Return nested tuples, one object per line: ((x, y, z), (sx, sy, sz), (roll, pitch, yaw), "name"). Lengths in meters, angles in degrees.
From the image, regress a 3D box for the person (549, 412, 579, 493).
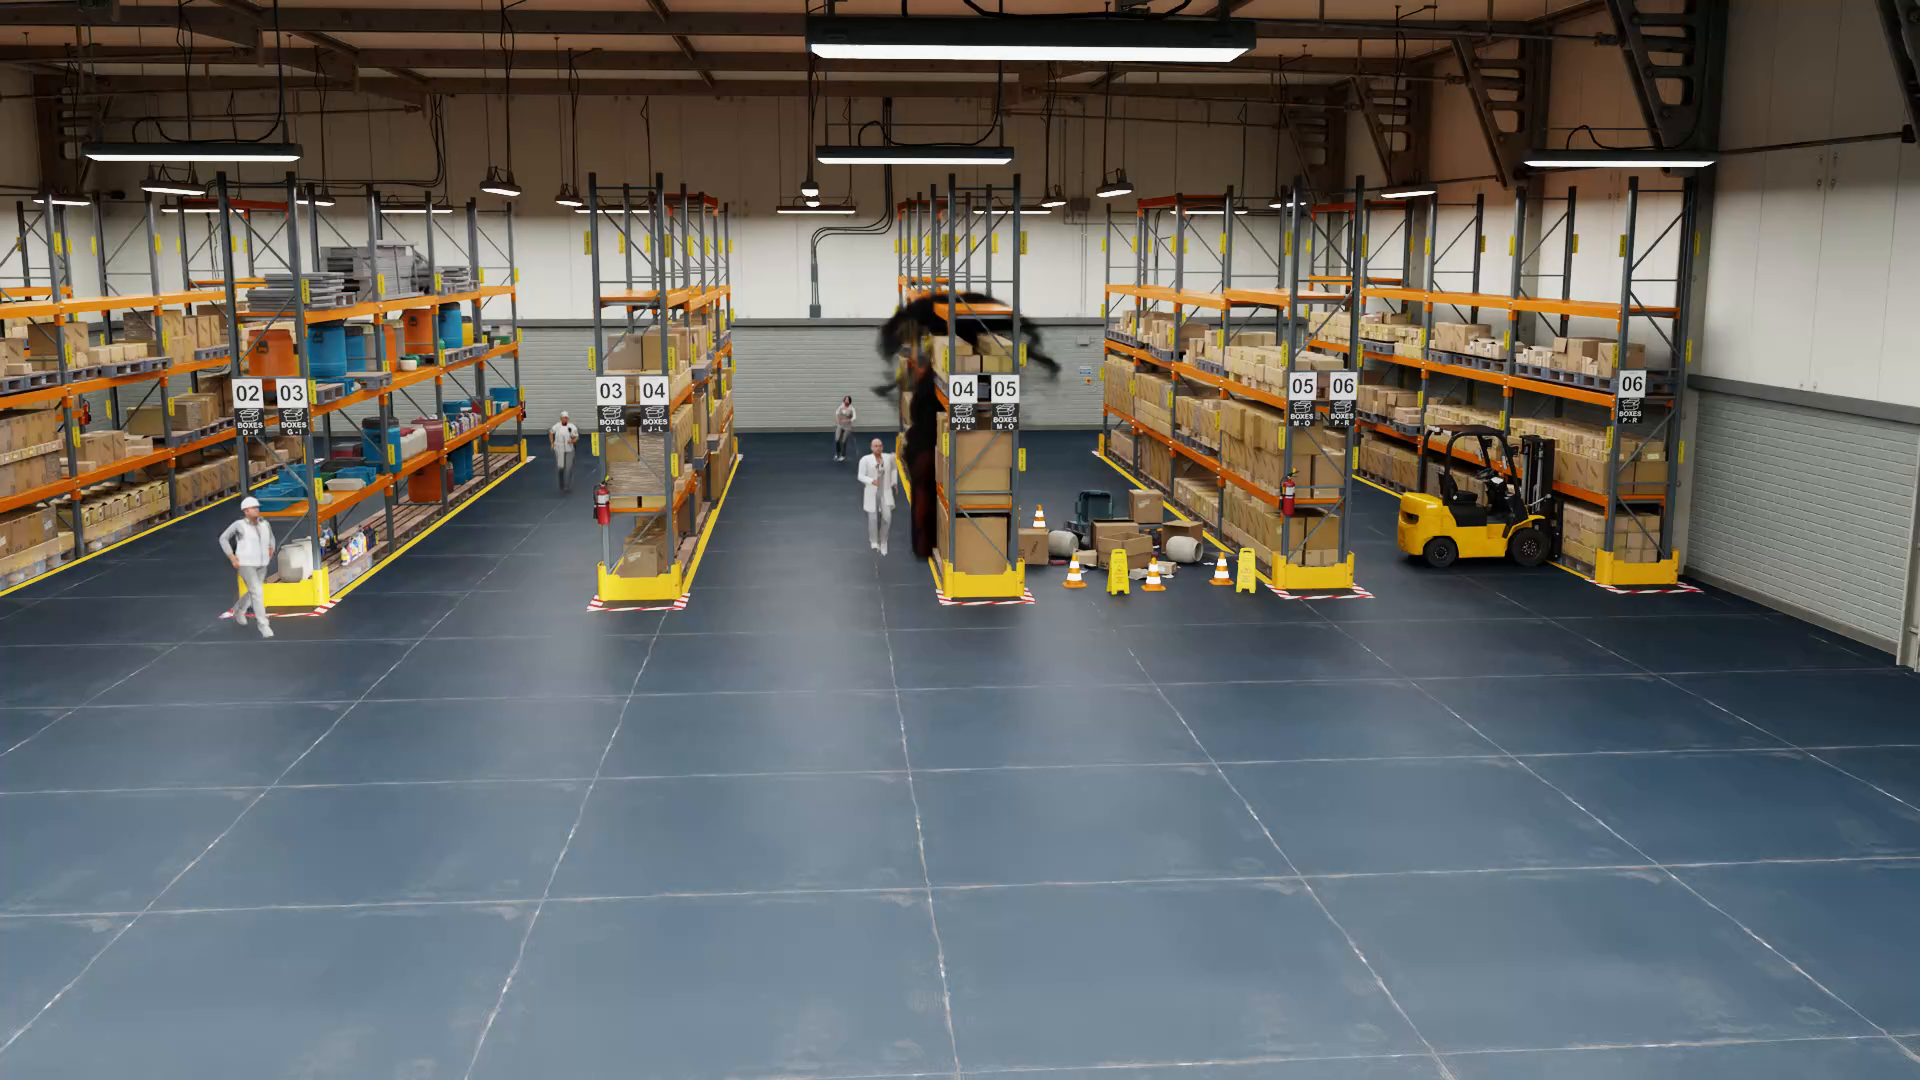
((-8.132, -1.811, 34.231), (0.573, 1.674, 0.744), (-3, 10, -17), "person")

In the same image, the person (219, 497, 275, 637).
((-9.263, 0.328, 21.778), (0.911, 1.802, 0.672), (5, 11, 28), "person")

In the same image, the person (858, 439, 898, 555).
((-1.259, -0.664, 25.840), (0.672, 1.829, 0.827), (-2, 10, -12), "person")

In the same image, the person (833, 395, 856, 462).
((-2.692, -2.602, 38.995), (0.567, 1.538, 0.580), (2, 10, 9), "person")
